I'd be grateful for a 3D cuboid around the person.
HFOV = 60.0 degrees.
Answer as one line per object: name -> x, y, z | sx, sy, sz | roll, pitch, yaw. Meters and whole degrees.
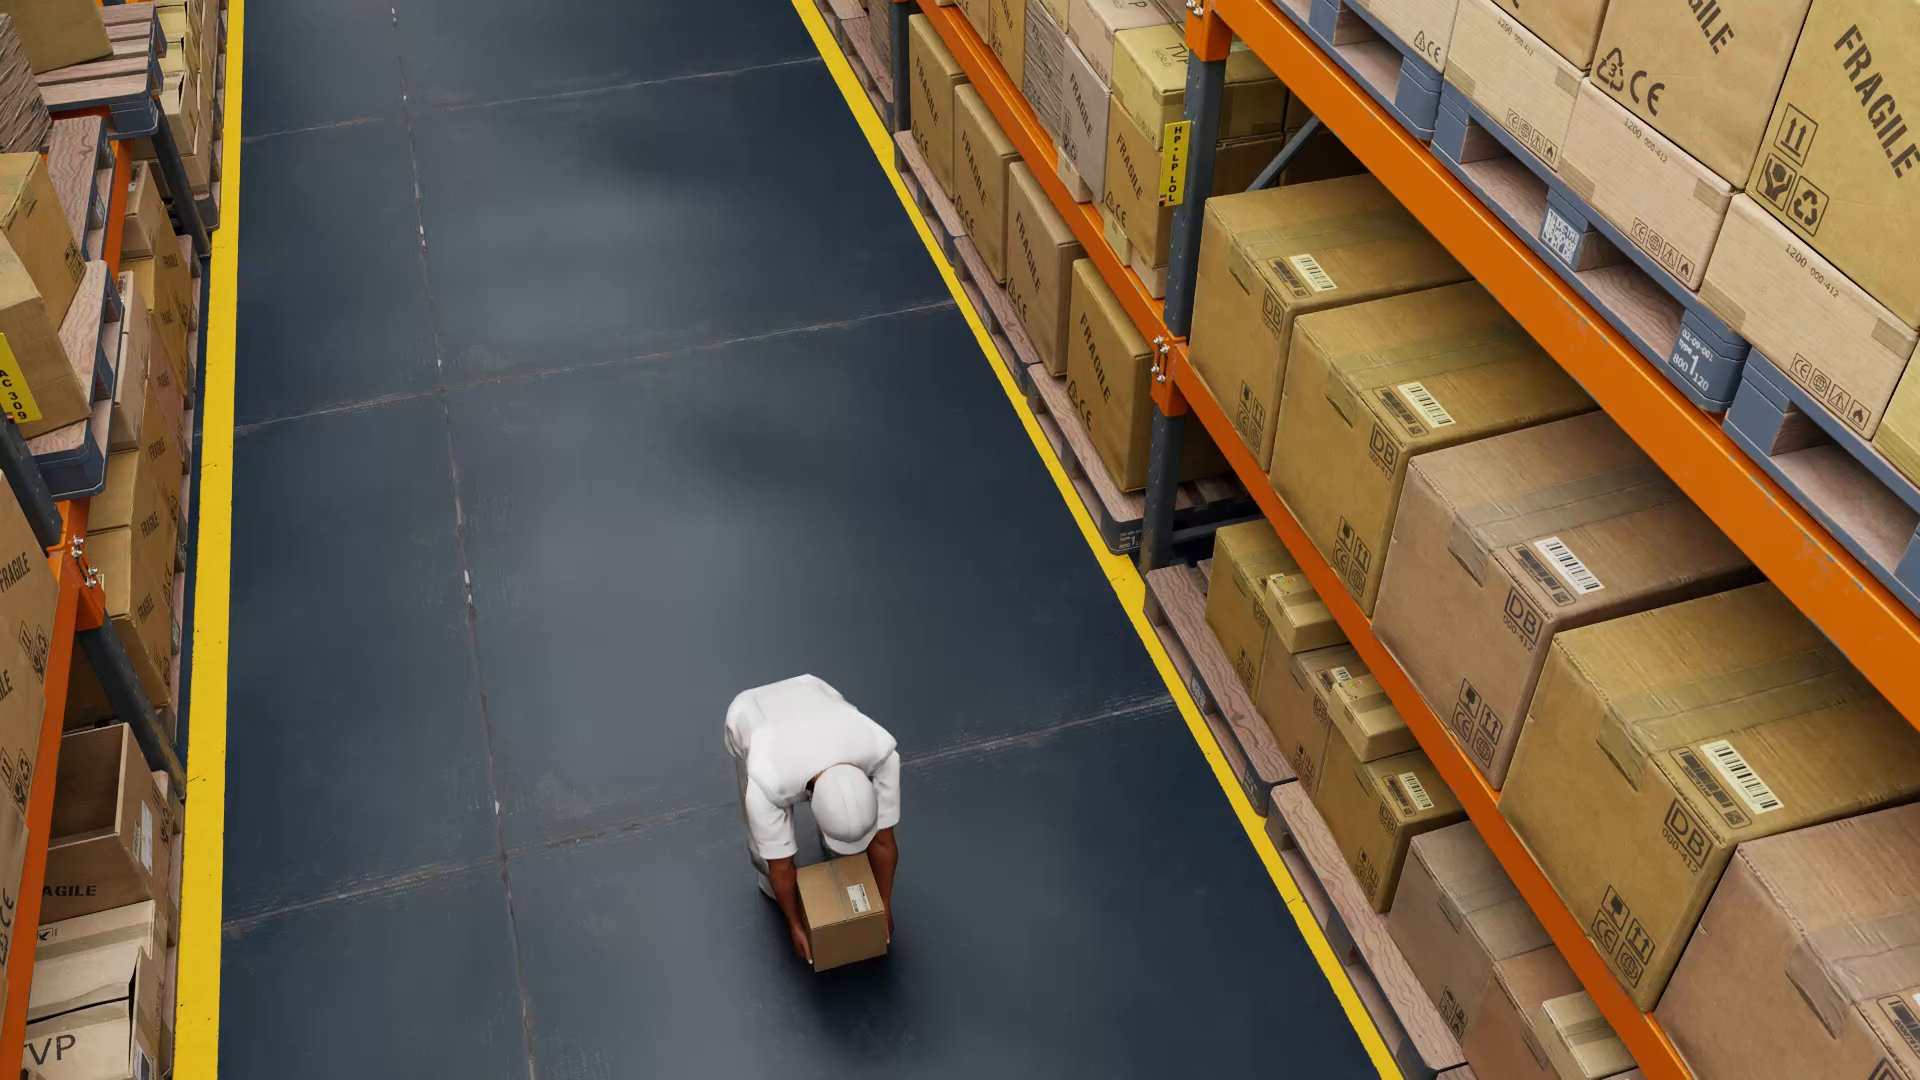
person -> -0.486, 0.898, 5.715 | 0.532, 1.008, 0.919 | -13, 44, -14
